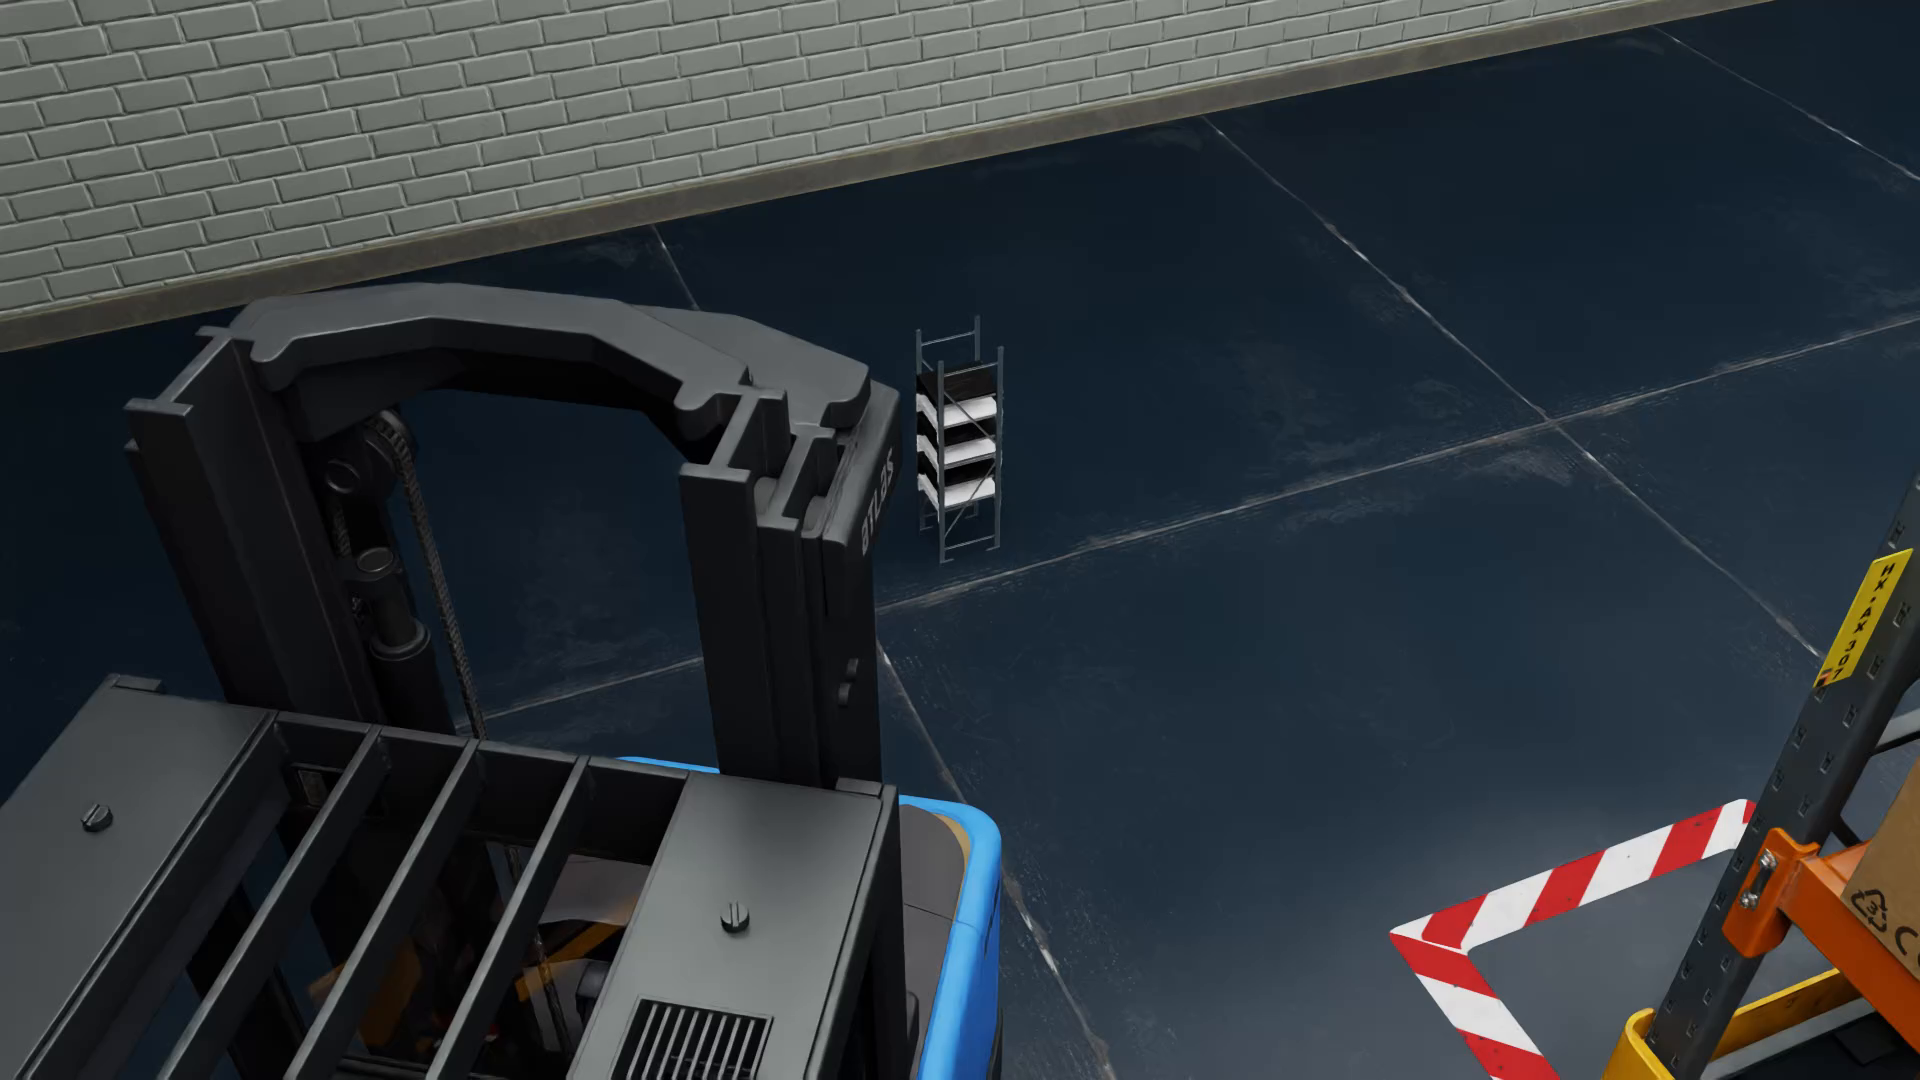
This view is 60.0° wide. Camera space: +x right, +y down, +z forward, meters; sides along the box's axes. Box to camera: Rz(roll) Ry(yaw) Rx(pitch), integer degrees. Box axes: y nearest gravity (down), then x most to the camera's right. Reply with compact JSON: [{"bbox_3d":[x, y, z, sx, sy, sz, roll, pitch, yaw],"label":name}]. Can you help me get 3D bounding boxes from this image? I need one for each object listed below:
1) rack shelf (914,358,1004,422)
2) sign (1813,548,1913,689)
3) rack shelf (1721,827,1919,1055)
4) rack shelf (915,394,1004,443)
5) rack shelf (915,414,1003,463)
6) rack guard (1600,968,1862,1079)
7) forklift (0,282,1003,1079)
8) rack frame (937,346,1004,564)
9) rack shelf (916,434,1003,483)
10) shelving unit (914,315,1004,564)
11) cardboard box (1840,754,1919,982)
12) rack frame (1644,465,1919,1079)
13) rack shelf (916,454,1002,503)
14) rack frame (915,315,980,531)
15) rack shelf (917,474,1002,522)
[{"bbox_3d":[-0.003,-0.526,5.808,0.258,0.077,0.200,-15,43,-17],"label":"rack shelf"},{"bbox_3d":[1.689,0.150,3.111,0.100,0.325,0.005,-15,43,-17],"label":"sign"},{"bbox_3d":[2.956,1.820,2.384,1.077,0.370,4.000,-15,43,-17],"label":"rack shelf"},{"bbox_3d":[-0.003,-0.457,5.867,0.258,0.077,0.200,-15,43,-17],"label":"rack shelf"},{"bbox_3d":[-0.003,-0.389,5.925,0.258,0.077,0.200,-15,43,-17],"label":"rack shelf"},{"bbox_3d":[2.220,1.336,4.313,1.175,0.500,0.348,-15,43,-17],"label":"rack guard"},{"bbox_3d":[-0.664,1.216,2.588,1.130,2.935,3.031,7,41,8],"label":"forklift"},{"bbox_3d":[0.036,-0.285,5.891,0.240,0.900,0.006,-15,43,-17],"label":"rack frame"},{"bbox_3d":[-0.003,-0.321,5.984,0.258,0.077,0.200,-15,43,-17],"label":"rack shelf"},{"bbox_3d":[-0.003,-0.346,5.962,0.258,0.900,0.210,-15,43,-17],"label":"shelving unit"},{"bbox_3d":[2.117,0.638,3.131,0.500,0.500,0.500,-14,43,-16],"label":"cardboard box"},{"bbox_3d":[2.190,0.343,3.551,1.000,3.000,0.127,-15,43,-17],"label":"rack frame"},{"bbox_3d":[-0.003,-0.253,6.043,0.258,0.077,0.200,-15,43,-17],"label":"rack shelf"},{"bbox_3d":[-0.042,-0.407,6.034,0.240,0.900,0.006,-15,43,-17],"label":"rack frame"},{"bbox_3d":[-0.003,-0.184,6.101,0.258,0.077,0.200,-15,43,-17],"label":"rack shelf"}]
